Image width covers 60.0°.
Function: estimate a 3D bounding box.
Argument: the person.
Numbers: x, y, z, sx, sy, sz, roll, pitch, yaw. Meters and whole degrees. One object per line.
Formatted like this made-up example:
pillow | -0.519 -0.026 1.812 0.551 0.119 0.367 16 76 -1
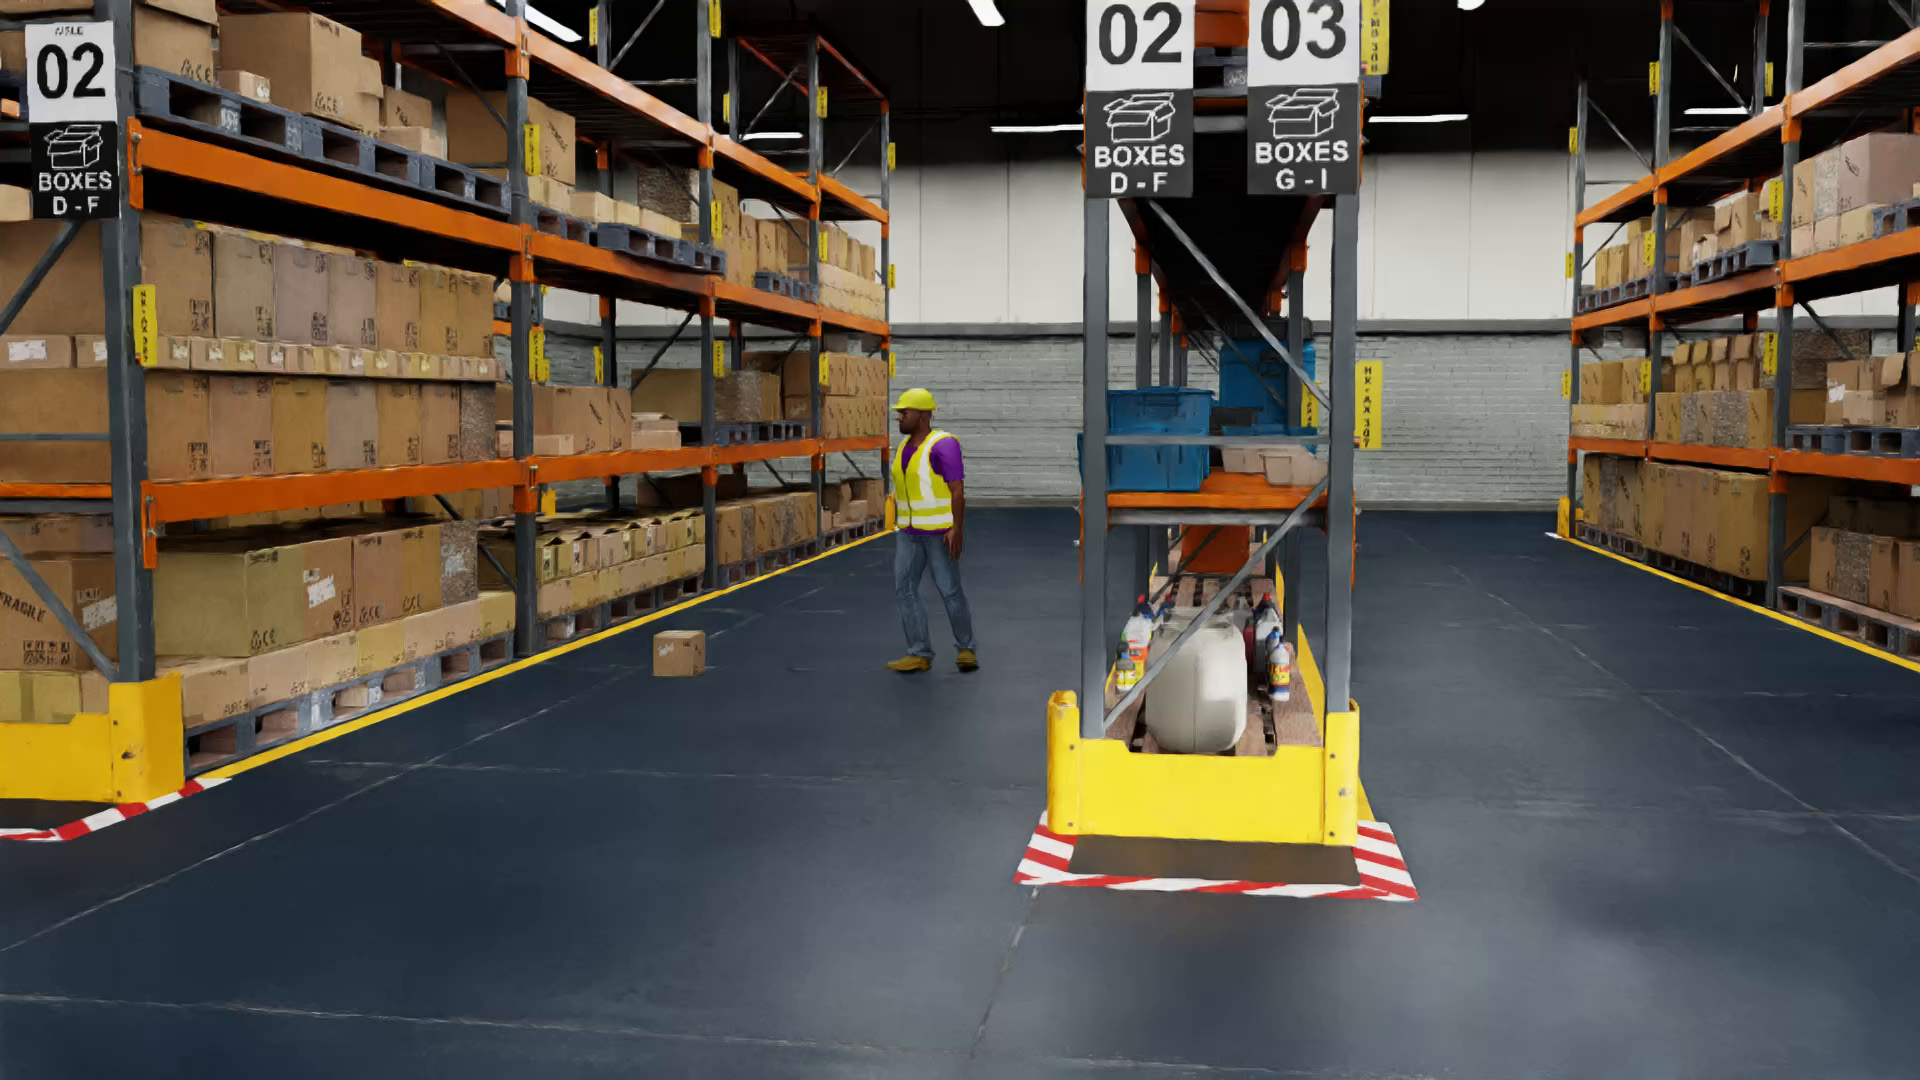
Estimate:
person | -0.176 -0.066 10.389 0.599 1.755 0.581 4 6 44
